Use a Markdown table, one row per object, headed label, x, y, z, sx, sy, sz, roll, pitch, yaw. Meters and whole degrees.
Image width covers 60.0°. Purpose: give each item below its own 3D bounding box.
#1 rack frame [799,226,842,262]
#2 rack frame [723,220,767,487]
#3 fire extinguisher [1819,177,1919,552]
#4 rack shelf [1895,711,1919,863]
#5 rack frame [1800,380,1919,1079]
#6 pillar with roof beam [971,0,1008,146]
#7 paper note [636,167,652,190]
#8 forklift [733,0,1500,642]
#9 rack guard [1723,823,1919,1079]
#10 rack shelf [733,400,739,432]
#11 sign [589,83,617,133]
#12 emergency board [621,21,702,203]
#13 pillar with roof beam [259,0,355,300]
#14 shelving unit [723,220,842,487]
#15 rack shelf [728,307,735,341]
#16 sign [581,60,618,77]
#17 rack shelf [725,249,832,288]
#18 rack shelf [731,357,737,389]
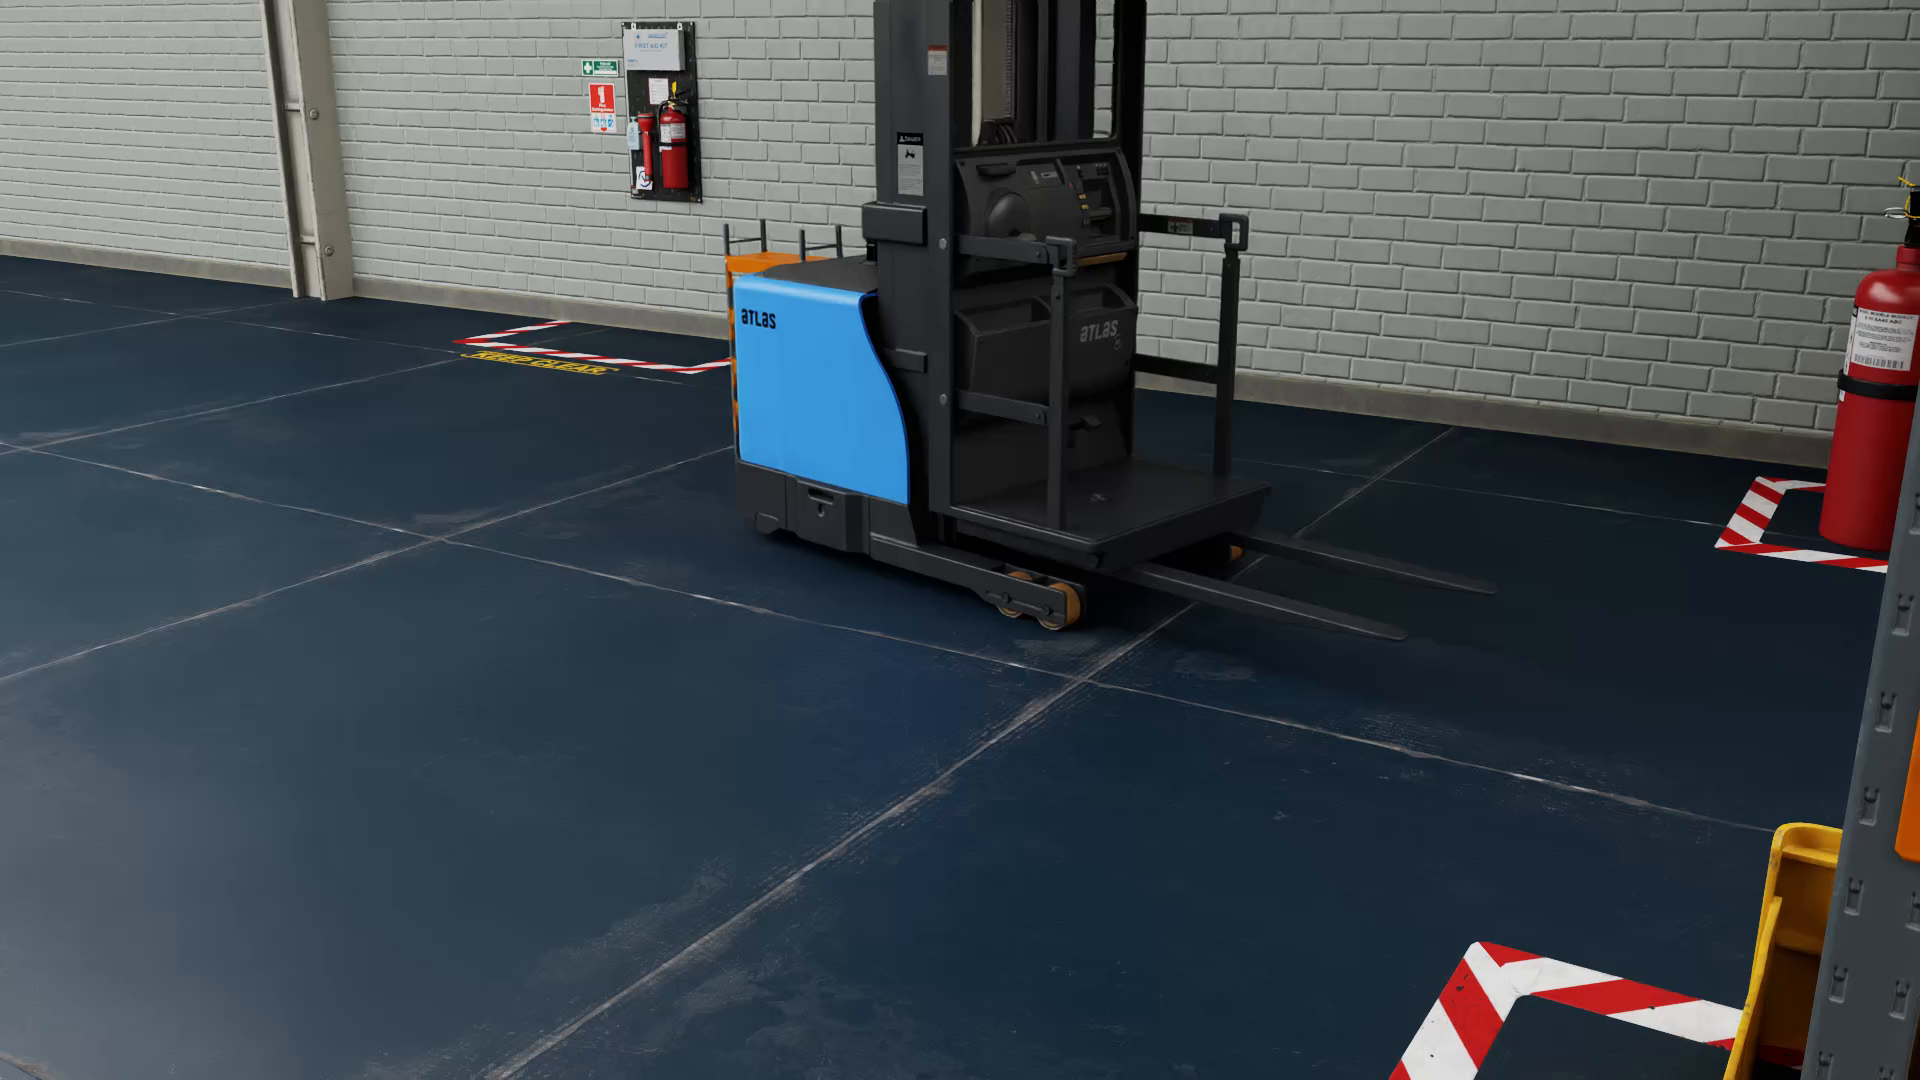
| label | x | y | z | sx | sy | sz | roll | pitch | yaw |
| --- | --- | --- | --- | --- | --- | --- | --- | --- | --- |
| rack frame | -0.591 | -0.762 | 7.297 | 0.015 | 1.200 | 0.240 | 13 | 21 | 40 |
| rack frame | -0.957 | -0.848 | 7.608 | 0.015 | 1.200 | 0.240 | 13 | 21 | 40 |
| fire extinguisher | 1.650 | -0.323 | 2.916 | 0.183 | 0.674 | 0.296 | 10 | 20 | 30 |
| rack shelf | 3.211 | 0.422 | 1.570 | 4.000 | 0.370 | 1.077 | 10 | 20 | 30 |
| rack frame | 1.507 | -0.227 | 2.467 | 0.127 | 3.000 | 1.000 | 10 | 20 | 30 |
| pillar with roof beam | -2.220 | -4.279 | 5.485 | 0.400 | 9.000 | 9.100 | 10 | 20 | 30 |
| paper note | -2.168 | -2.483 | 11.409 | 0.142 | 0.148 | 0.016 | 10 | 20 | 30 |
| forklift | 0.482 | -1.255 | 5.970 | 3.031 | 2.935 | 1.130 | 15 | 23 | 41 |
| rack guard | 1.487 | 0.965 | 2.843 | 0.348 | 0.500 | 1.175 | 10 | 20 | 30 |
| rack shelf | -0.771 | -0.550 | 7.527 | 0.480 | 0.148 | 0.258 | 13 | 21 | 40 |
| sign | -2.470 | -2.987 | 11.492 | 0.234 | 0.329 | 0.001 | 10 | 20 | 30 |
| emergency board | -2.053 | -2.860 | 11.136 | 0.643 | 1.169 | 0.194 | 10 | 20 | 30 |
| pillar with roof beam | -7.333 | -5.192 | 8.490 | 0.400 | 9.000 | 9.100 | 10 | 20 | 30 |
| shelving unit | -0.774 | -0.805 | 7.453 | 0.503 | 1.200 | 0.258 | 13 | 21 | 40 |
| rack shelf | -0.776 | -0.955 | 7.409 | 0.480 | 0.148 | 0.258 | 13 | 21 | 40 |
| sign | -2.471 | -3.237 | 11.405 | 0.331 | 0.109 | 0.001 | 10 | 20 | 30 |
| rack shelf | -0.779 | -1.182 | 7.343 | 0.480 | 0.148 | 0.258 | 13 | 21 | 40 |
| rack shelf | -0.773 | -0.741 | 7.471 | 0.480 | 0.148 | 0.258 | 13 | 21 | 40 |
